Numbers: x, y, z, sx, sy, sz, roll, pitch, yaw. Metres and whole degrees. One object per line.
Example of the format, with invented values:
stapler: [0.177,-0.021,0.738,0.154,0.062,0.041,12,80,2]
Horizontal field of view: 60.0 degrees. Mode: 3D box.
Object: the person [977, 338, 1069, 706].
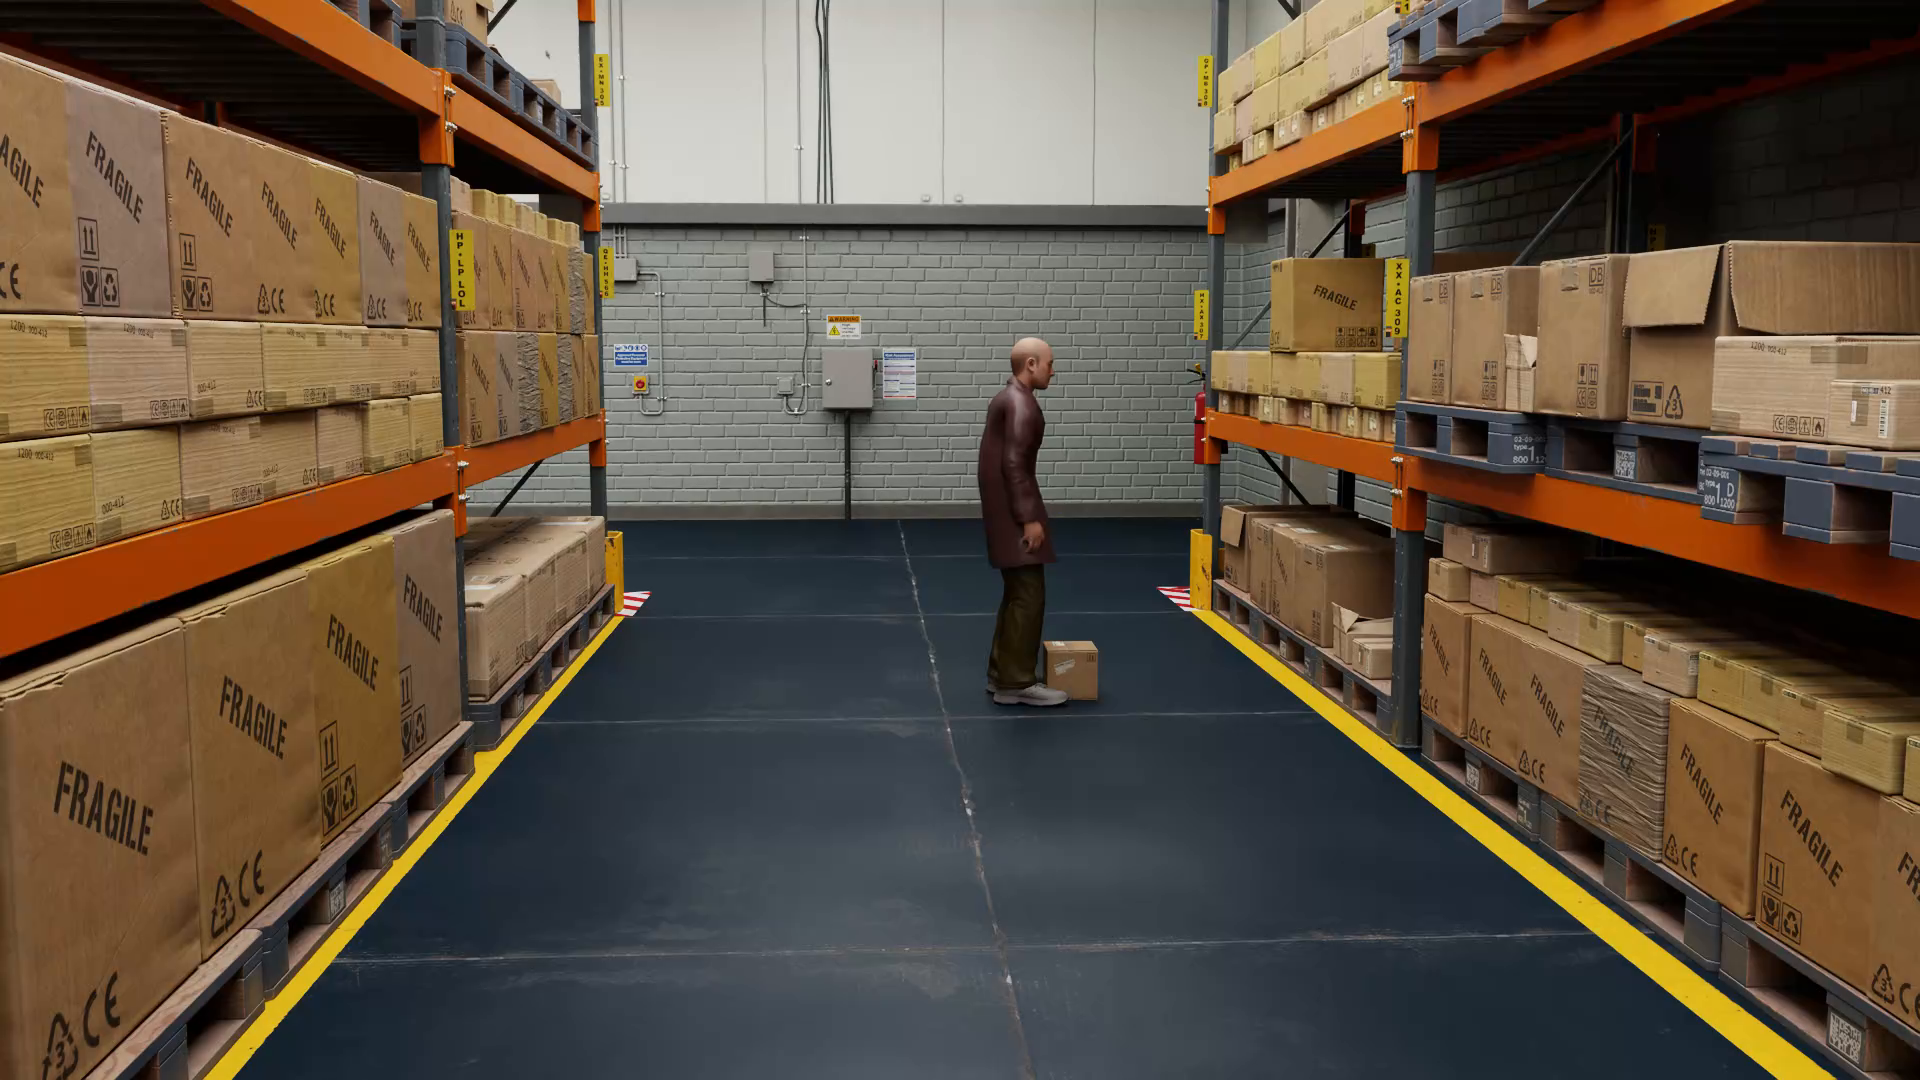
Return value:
person: [0.302,-0.103,8.181,0.428,1.773,0.643,0,7,-4]
